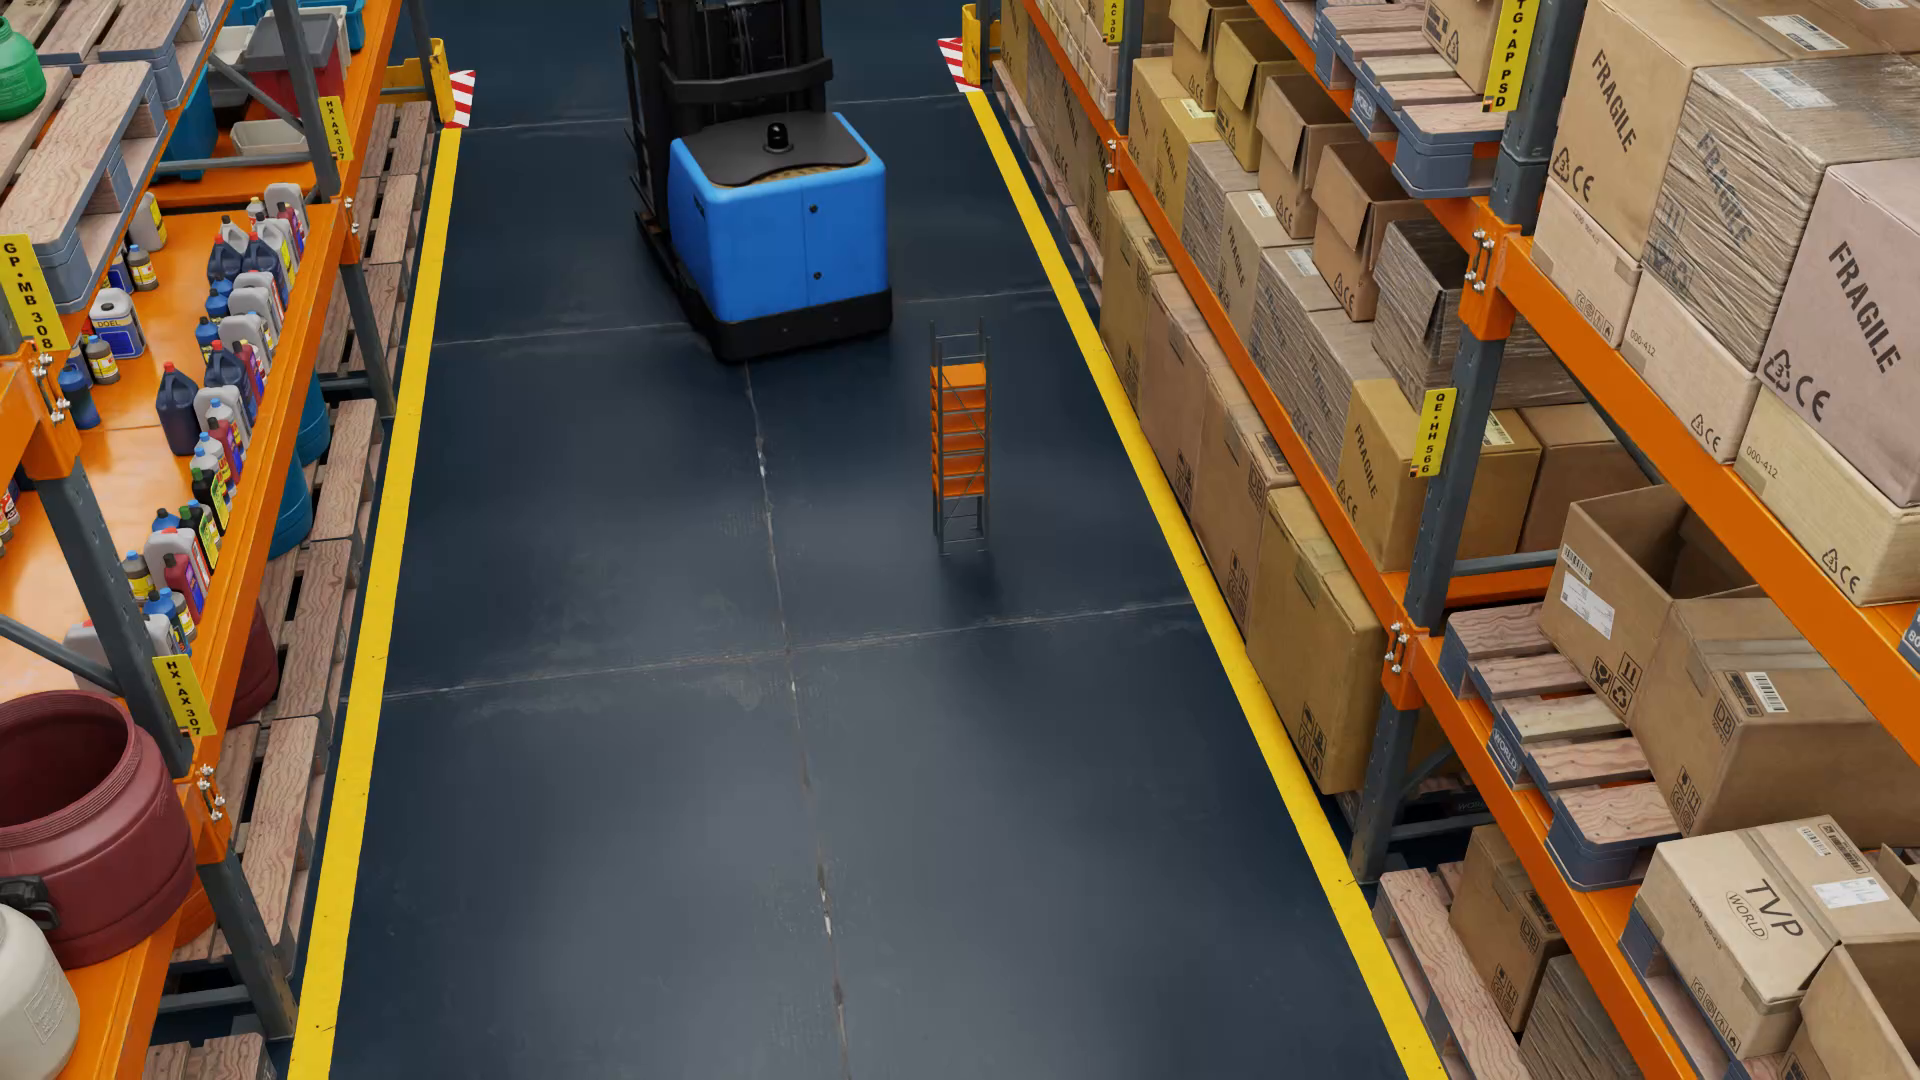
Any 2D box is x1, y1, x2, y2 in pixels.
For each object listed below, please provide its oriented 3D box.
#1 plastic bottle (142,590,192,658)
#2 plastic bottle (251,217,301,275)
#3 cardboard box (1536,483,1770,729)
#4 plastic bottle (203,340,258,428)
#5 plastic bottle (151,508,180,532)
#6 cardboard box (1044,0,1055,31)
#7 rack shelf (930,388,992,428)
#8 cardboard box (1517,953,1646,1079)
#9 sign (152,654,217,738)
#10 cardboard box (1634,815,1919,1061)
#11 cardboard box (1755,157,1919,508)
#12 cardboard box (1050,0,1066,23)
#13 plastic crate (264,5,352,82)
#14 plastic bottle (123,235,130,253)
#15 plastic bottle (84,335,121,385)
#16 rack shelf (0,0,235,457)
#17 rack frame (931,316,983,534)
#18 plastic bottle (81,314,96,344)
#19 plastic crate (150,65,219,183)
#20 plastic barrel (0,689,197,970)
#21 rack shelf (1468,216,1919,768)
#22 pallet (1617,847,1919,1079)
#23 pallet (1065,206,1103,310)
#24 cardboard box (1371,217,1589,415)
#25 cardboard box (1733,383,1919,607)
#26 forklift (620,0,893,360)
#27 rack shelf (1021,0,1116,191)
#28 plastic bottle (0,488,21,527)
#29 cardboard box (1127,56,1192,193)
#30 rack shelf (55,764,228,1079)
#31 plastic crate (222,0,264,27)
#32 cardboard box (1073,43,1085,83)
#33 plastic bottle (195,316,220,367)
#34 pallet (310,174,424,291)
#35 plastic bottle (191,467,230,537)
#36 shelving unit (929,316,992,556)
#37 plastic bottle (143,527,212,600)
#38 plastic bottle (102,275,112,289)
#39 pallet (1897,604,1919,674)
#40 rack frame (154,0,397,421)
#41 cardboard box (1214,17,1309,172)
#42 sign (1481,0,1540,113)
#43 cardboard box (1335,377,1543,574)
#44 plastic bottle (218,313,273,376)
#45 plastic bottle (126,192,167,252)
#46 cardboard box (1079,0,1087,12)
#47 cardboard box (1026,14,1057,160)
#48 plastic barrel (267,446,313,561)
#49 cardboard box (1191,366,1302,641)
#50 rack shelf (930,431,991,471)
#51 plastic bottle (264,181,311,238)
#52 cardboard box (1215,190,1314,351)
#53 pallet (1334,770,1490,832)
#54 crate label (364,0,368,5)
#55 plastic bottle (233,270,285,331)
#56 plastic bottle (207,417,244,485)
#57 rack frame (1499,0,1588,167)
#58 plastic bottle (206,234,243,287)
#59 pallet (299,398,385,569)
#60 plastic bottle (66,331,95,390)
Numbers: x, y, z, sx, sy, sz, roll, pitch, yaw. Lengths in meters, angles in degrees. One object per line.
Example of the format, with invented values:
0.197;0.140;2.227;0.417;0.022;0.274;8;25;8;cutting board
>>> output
-2.606;0.278;5.452;0.097;0.271;0.097;0;38;0;plastic bottle
-3.105;-1.347;7.539;0.152;0.276;0.135;-6;38;-8;plastic bottle
2.155;0.180;5.049;0.500;0.500;0.500;-11;39;-14;cardboard box
-2.880;-0.615;6.536;0.144;0.351;0.185;-6;38;-8;plastic bottle
-2.747;0.005;5.803;0.097;0.271;0.097;0;38;0;plastic bottle
0.718;-3.178;10.001;0.380;0.149;0.250;-7;38;-9;cardboard box
0.003;-0.620;7.651;0.258;0.103;0.180;-6;38;-8;rack shelf
2.268;1.613;5.307;0.700;0.500;0.500;-9;39;-12;cardboard box
-2.315;0.469;4.969;0.100;0.325;0.005;-6;38;-8;sign
2.088;0.994;4.205;0.500;0.250;0.500;-7;38;-9;cardboard box
2.030;-0.436;3.333;0.500;0.500;0.500;-7;38;-9;cardboard box
0.801;-3.269;9.793;0.500;0.250;0.500;-5;38;-7;cardboard box
-3.643;-2.738;9.278;0.437;0.282;0.530;-6;38;-8;plastic crate
-3.889;-1.425;7.635;0.061;0.283;0.133;-6;38;-8;plastic bottle
-3.528;-0.746;6.827;0.097;0.201;0.097;0;38;0;plastic bottle
-3.206;-1.512;5.792;1.077;0.370;4.000;-6;38;-8;rack shelf
-0.013;-0.520;7.842;0.240;1.200;0.006;-6;38;-8;rack frame
-3.688;-0.891;6.953;0.152;0.276;0.135;-6;38;-8;plastic bottle
-3.974;-2.082;8.349;0.392;0.384;0.575;-6;38;-8;plastic crate
-2.476;0.791;4.577;0.600;0.536;0.708;-6;38;-8;plastic barrel
2.371;0.371;3.368;1.077;0.370;4.000;-6;38;-8;rack shelf
2.408;1.331;4.148;1.003;0.211;1.213;-6;38;-8;pallet
1.263;-1.719;10.190;1.003;0.211;1.213;-6;38;-8;pallet
1.909;-0.815;5.855;0.797;0.503;0.637;-5;38;-6;cardboard box
2.042;-0.131;3.550;0.500;0.250;0.500;-5;38;-7;cardboard box
-1.424;-3.072;9.715;1.130;2.935;3.031;-14;40;-18;forklift
0.969;-3.276;10.508;1.077;0.370;4.000;-6;38;-8;rack shelf
-3.509;-0.146;6.055;0.097;0.201;0.097;0;38;0;plastic bottle
1.154;-2.087;8.310;0.500;0.500;0.500;-6;38;-8;cardboard box
-2.505;2.089;3.603;1.077;0.370;4.000;-6;38;-8;rack shelf
-4.255;-3.032;9.695;0.416;0.233;0.300;-6;38;-8;plastic crate
0.853;-2.712;9.401;0.380;0.149;0.250;-7;38;-9;cardboard box
-3.072;-0.794;6.832;0.097;0.271;0.097;0;38;0;plastic bottle
-3.941;-1.897;10.419;1.003;0.211;1.213;-6;38;-8;pallet
-2.713;-0.158;6.004;0.061;0.283;0.133;-6;38;-8;plastic bottle
0.003;-0.465;7.771;0.258;1.200;0.189;-6;38;-8;shelving unit
-2.694;0.070;5.716;0.152;0.276;0.135;-6;38;-8;plastic bottle
-3.793;-1.154;7.295;0.097;0.271;0.097;0;38;0;plastic bottle
2.534;0.359;2.951;1.213;0.211;1.003;-6;38;-8;pallet
-3.557;-1.819;8.047;1.000;3.000;0.127;-6;38;-8;rack frame
1.549;-1.987;7.364;0.797;0.503;0.637;-6;38;-7;cardboard box
1.473;-1.301;4.449;0.100;0.325;0.005;-6;38;-8;sign
1.690;-0.247;5.942;0.500;0.500;0.500;-5;38;-7;cardboard box
-2.953;-0.821;6.862;0.152;0.276;0.135;-6;38;-8;plastic bottle
-3.807;-1.528;7.712;0.144;0.351;0.185;-6;38;-8;plastic bottle
0.892;-3.259;9.168;0.500;0.500;0.500;-6;38;-7;cardboard box
0.969;-3.167;11.172;0.875;0.875;0.875;-6;38;-8;cardboard box
-3.354;-0.399;7.586;0.600;0.901;0.708;-6;38;-8;plastic barrel
1.772;-0.221;7.379;1.225;0.875;0.875;-6;38;-8;cardboard box
0.003;-0.430;7.798;0.258;0.103;0.180;-6;38;-8;rack shelf
-3.169;-1.567;7.823;0.152;0.276;0.135;-6;38;-8;plastic bottle
1.426;-1.170;7.129;0.500;0.500;0.500;-6;38;-7;cardboard box
1.957;0.681;7.102;1.003;0.211;1.213;-6;38;-8;pallet
-3.827;-3.340;10.170;0.396;0.136;0.243;-6;38;-8;crate label
-3.017;-1.042;7.147;0.152;0.276;0.135;-6;38;-8;plastic bottle
-2.771;-0.356;6.259;0.061;0.283;0.133;-6;38;-8;plastic bottle
2.021;-2.305;3.782;1.000;3.000;0.127;-6;38;-8;rack frame
-3.183;-1.153;7.229;0.144;0.351;0.185;-6;38;-8;plastic bottle
-3.462;-0.248;8.297;1.003;0.211;1.213;-6;38;-8;pallet
-3.648;-0.751;6.772;0.152;0.276;0.135;-6;38;-8;plastic bottle
